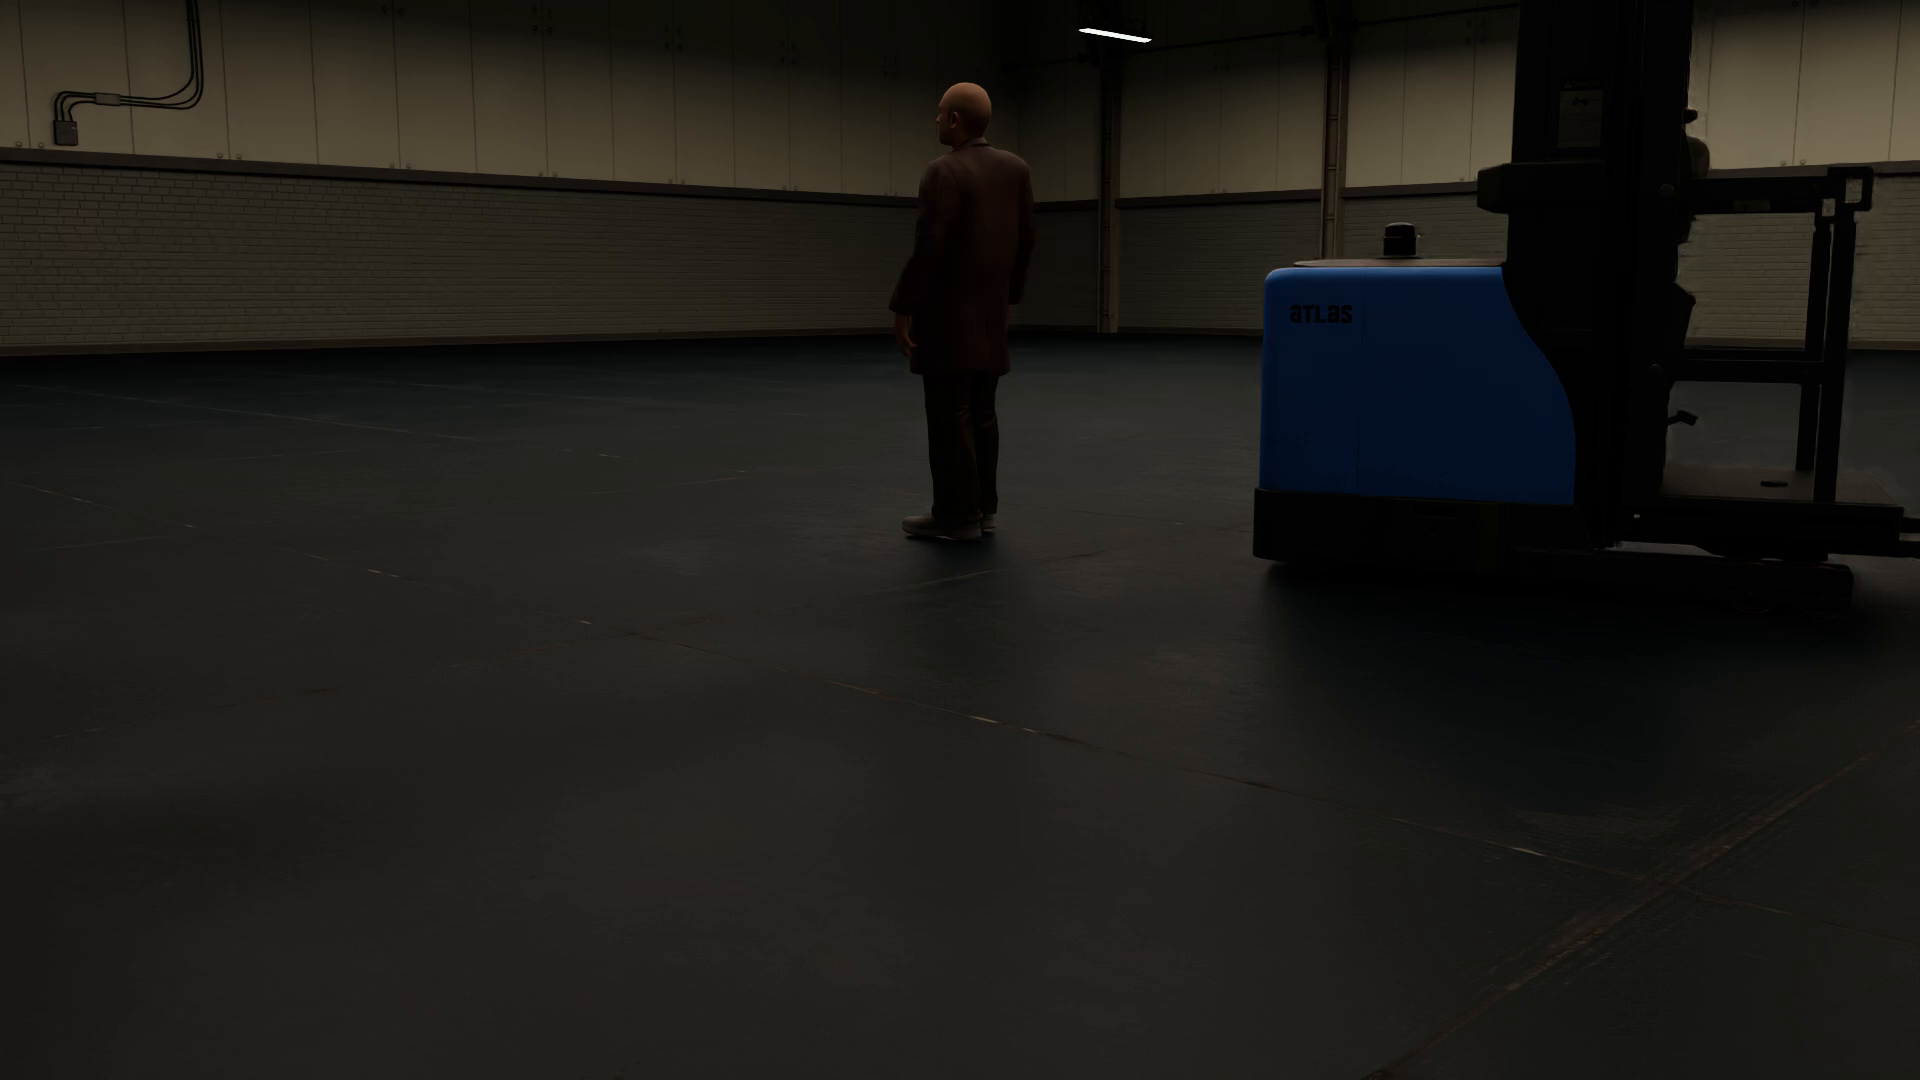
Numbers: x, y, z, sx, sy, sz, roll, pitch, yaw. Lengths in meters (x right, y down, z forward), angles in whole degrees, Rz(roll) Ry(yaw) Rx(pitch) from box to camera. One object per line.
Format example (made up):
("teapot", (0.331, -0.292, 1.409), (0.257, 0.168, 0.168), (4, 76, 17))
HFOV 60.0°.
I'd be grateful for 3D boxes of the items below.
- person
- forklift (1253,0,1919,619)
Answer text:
("person", (-0.064, -0.896, 6.650), (0.579, 1.777, 0.698), (8, 12, 43))
("forklift", (2.599, -1.296, 5.477), (3.031, 2.935, 1.130), (4, 9, 23))
